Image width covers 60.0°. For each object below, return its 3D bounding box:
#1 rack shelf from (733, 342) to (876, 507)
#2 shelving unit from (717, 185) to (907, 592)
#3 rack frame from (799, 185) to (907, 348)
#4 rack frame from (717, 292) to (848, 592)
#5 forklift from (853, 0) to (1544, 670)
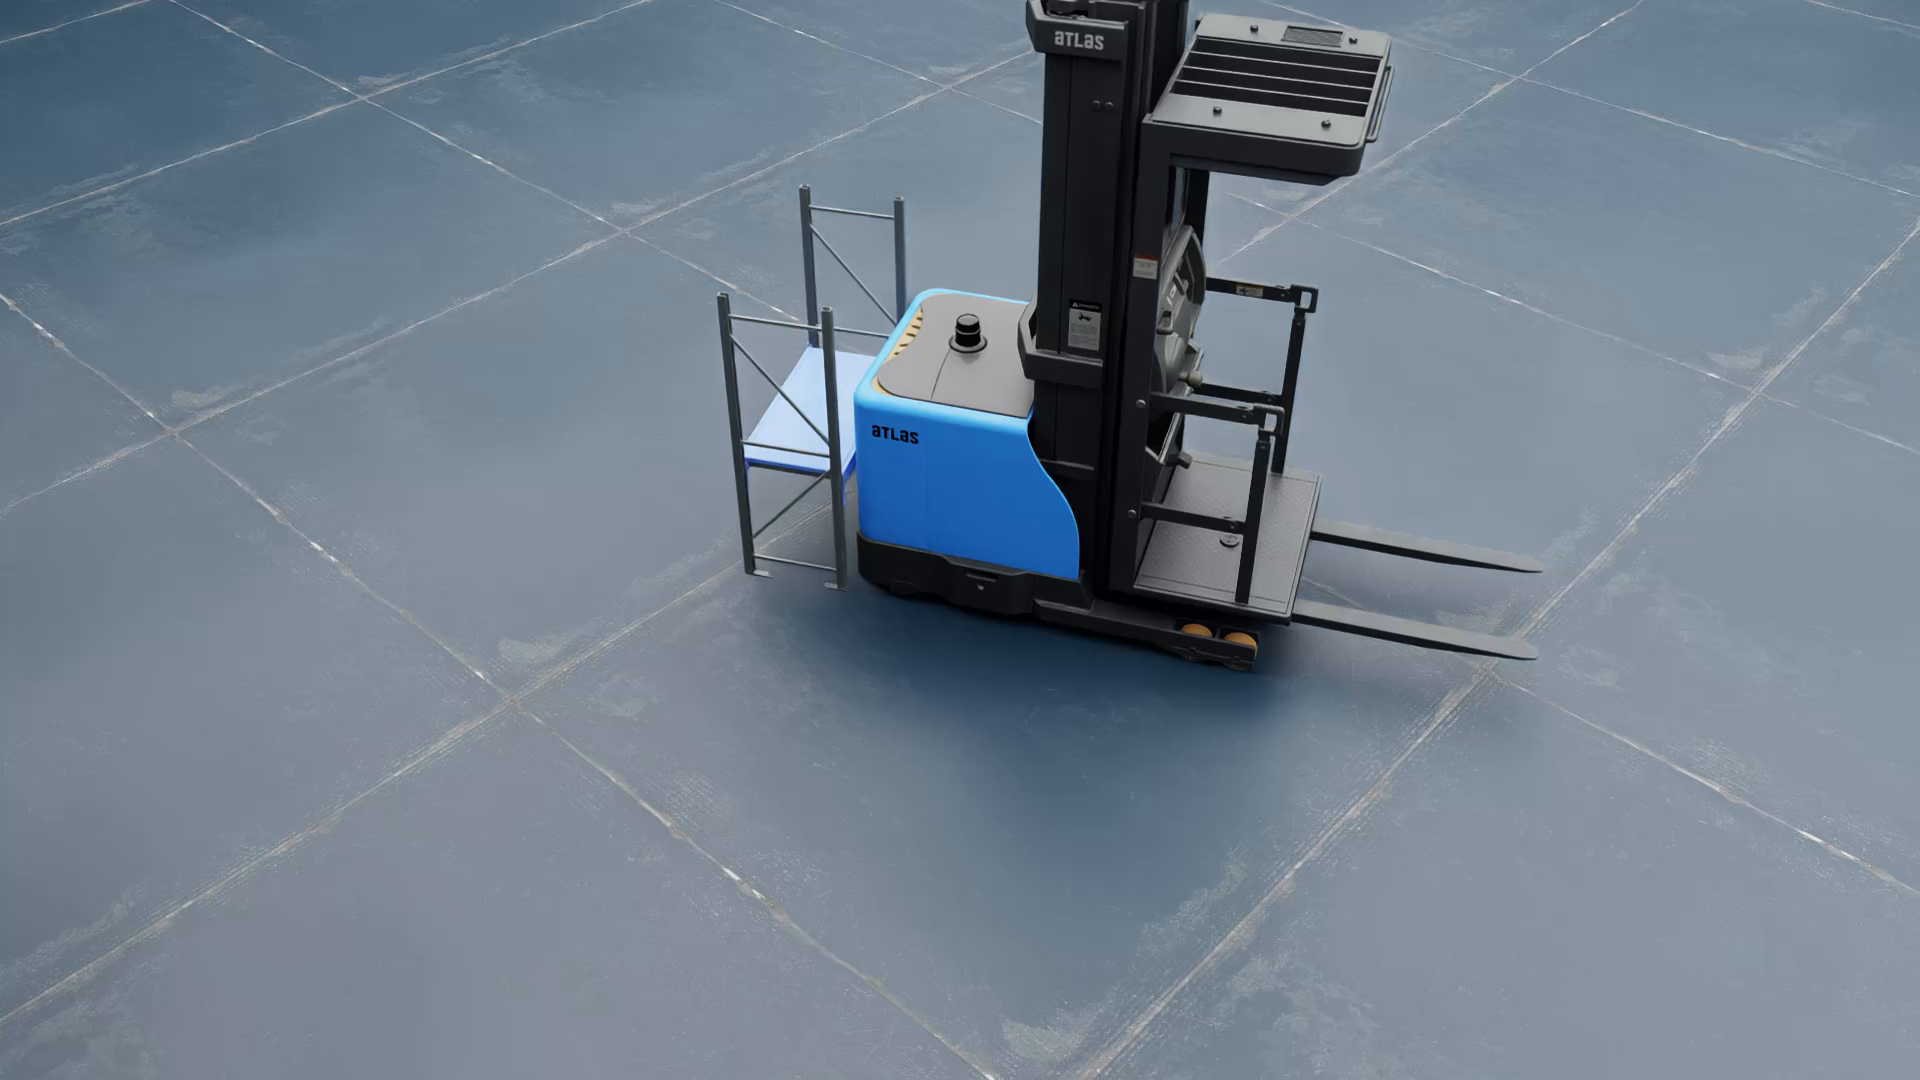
[{"bbox_3d":[-0.632,-0.562,7.824,0.538,0.185,1.000,10,39,12],"label":"rack shelf"},{"bbox_3d":[-0.632,-0.703,7.712,0.538,1.500,1.048,10,39,12],"label":"shelving unit"},{"bbox_3d":[-0.498,-1.008,8.096,0.500,1.500,0.032,10,39,12],"label":"rack frame"},{"bbox_3d":[-0.766,-0.397,7.328,0.500,1.500,0.032,10,39,12],"label":"rack frame"},{"bbox_3d":[1.101,-0.947,6.870,3.031,2.935,1.130,11,40,13],"label":"forklift"}]
